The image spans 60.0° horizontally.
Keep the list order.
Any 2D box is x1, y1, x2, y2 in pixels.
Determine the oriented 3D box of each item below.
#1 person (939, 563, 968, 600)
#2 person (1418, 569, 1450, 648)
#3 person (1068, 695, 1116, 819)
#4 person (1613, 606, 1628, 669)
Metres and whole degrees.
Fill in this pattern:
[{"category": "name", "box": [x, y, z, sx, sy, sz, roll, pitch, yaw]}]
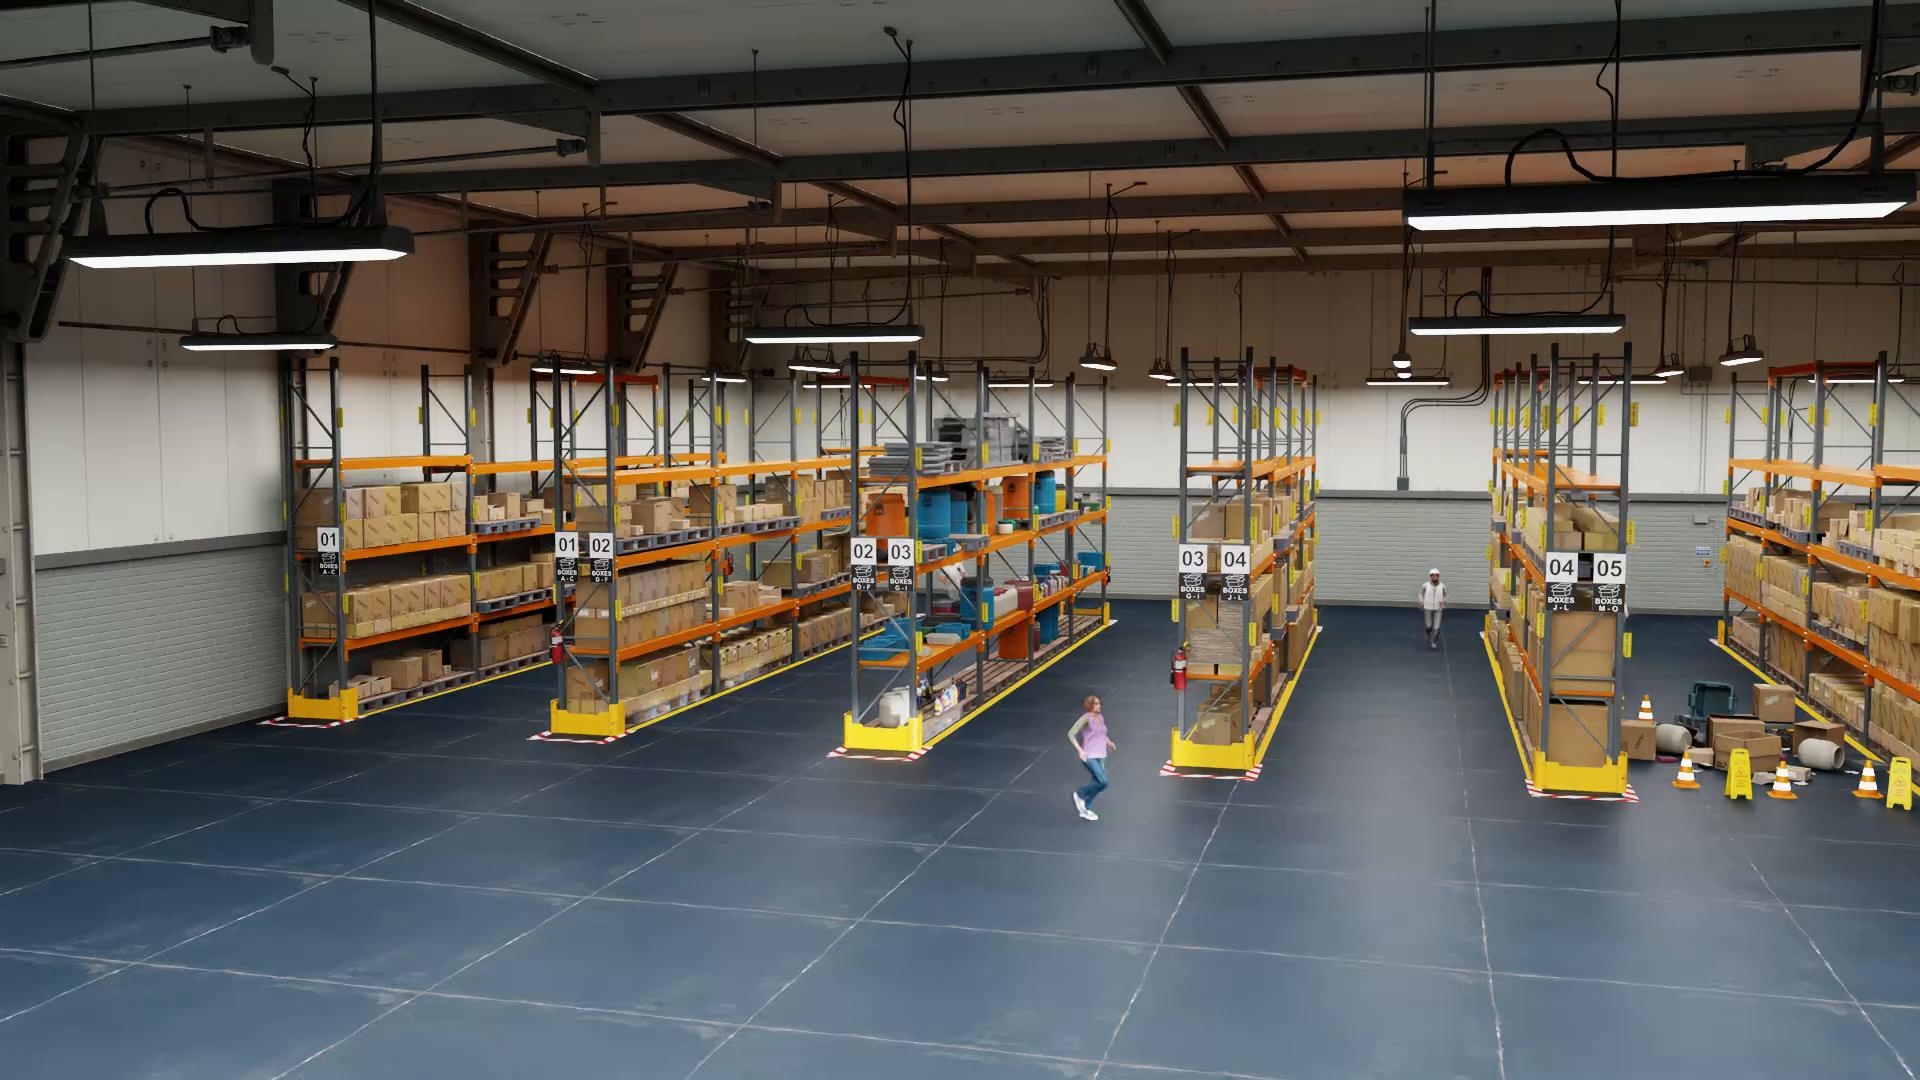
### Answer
[{"category": "person", "box": [-0.152, 1.166, 40.652, 0.705, 1.742, 0.752, 0, 4, -6]}, {"category": "person", "box": [10.302, 1.490, 36.166, 0.668, 1.725, 0.582, 1, 4, 14]}, {"category": "person", "box": [1.684, 2.707, 20.635, 0.539, 1.560, 0.532, 4, 6, 41]}, {"category": "person", "box": [12.976, 1.732, 33.129, 0.618, 1.663, 0.597, 1, 4, 12]}]
